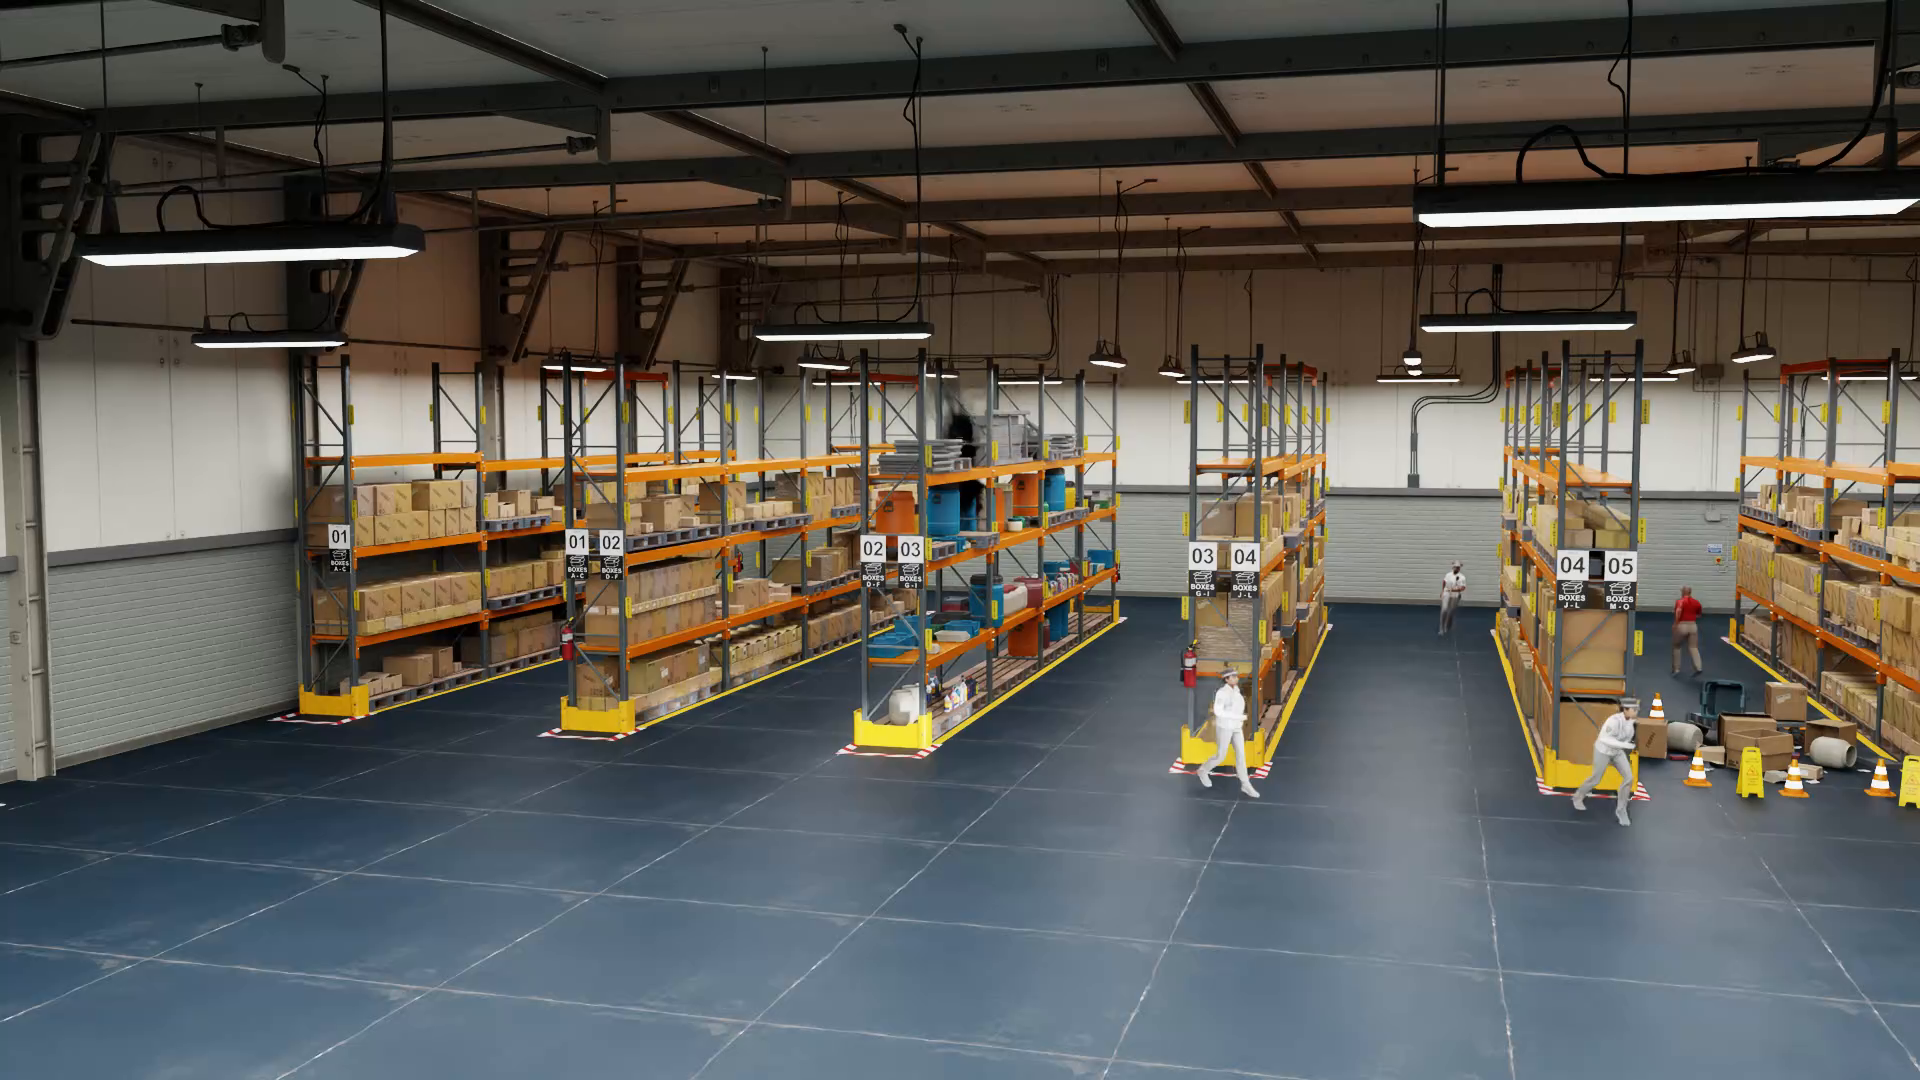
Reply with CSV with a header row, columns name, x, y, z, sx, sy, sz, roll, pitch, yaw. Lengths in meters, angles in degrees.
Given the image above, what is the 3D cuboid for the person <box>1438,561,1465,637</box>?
name,x,y,z,sx,sy,sz,roll,pitch,yaw
person,11.188,1.323,37.833,0.577,1.694,0.815,2,5,26

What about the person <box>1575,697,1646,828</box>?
name,x,y,z,sx,sy,sz,roll,pitch,yaw
person,8.035,2.697,20.559,0.658,1.625,0.966,-3,5,-30

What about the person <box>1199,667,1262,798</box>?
name,x,y,z,sx,sy,sz,roll,pitch,yaw
person,3.589,2.501,21.863,0.631,1.692,0.893,-4,6,-44

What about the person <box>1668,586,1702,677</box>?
name,x,y,z,sx,sy,sz,roll,pitch,yaw
person,13.810,1.746,31.659,0.639,1.742,0.924,0,4,-3
